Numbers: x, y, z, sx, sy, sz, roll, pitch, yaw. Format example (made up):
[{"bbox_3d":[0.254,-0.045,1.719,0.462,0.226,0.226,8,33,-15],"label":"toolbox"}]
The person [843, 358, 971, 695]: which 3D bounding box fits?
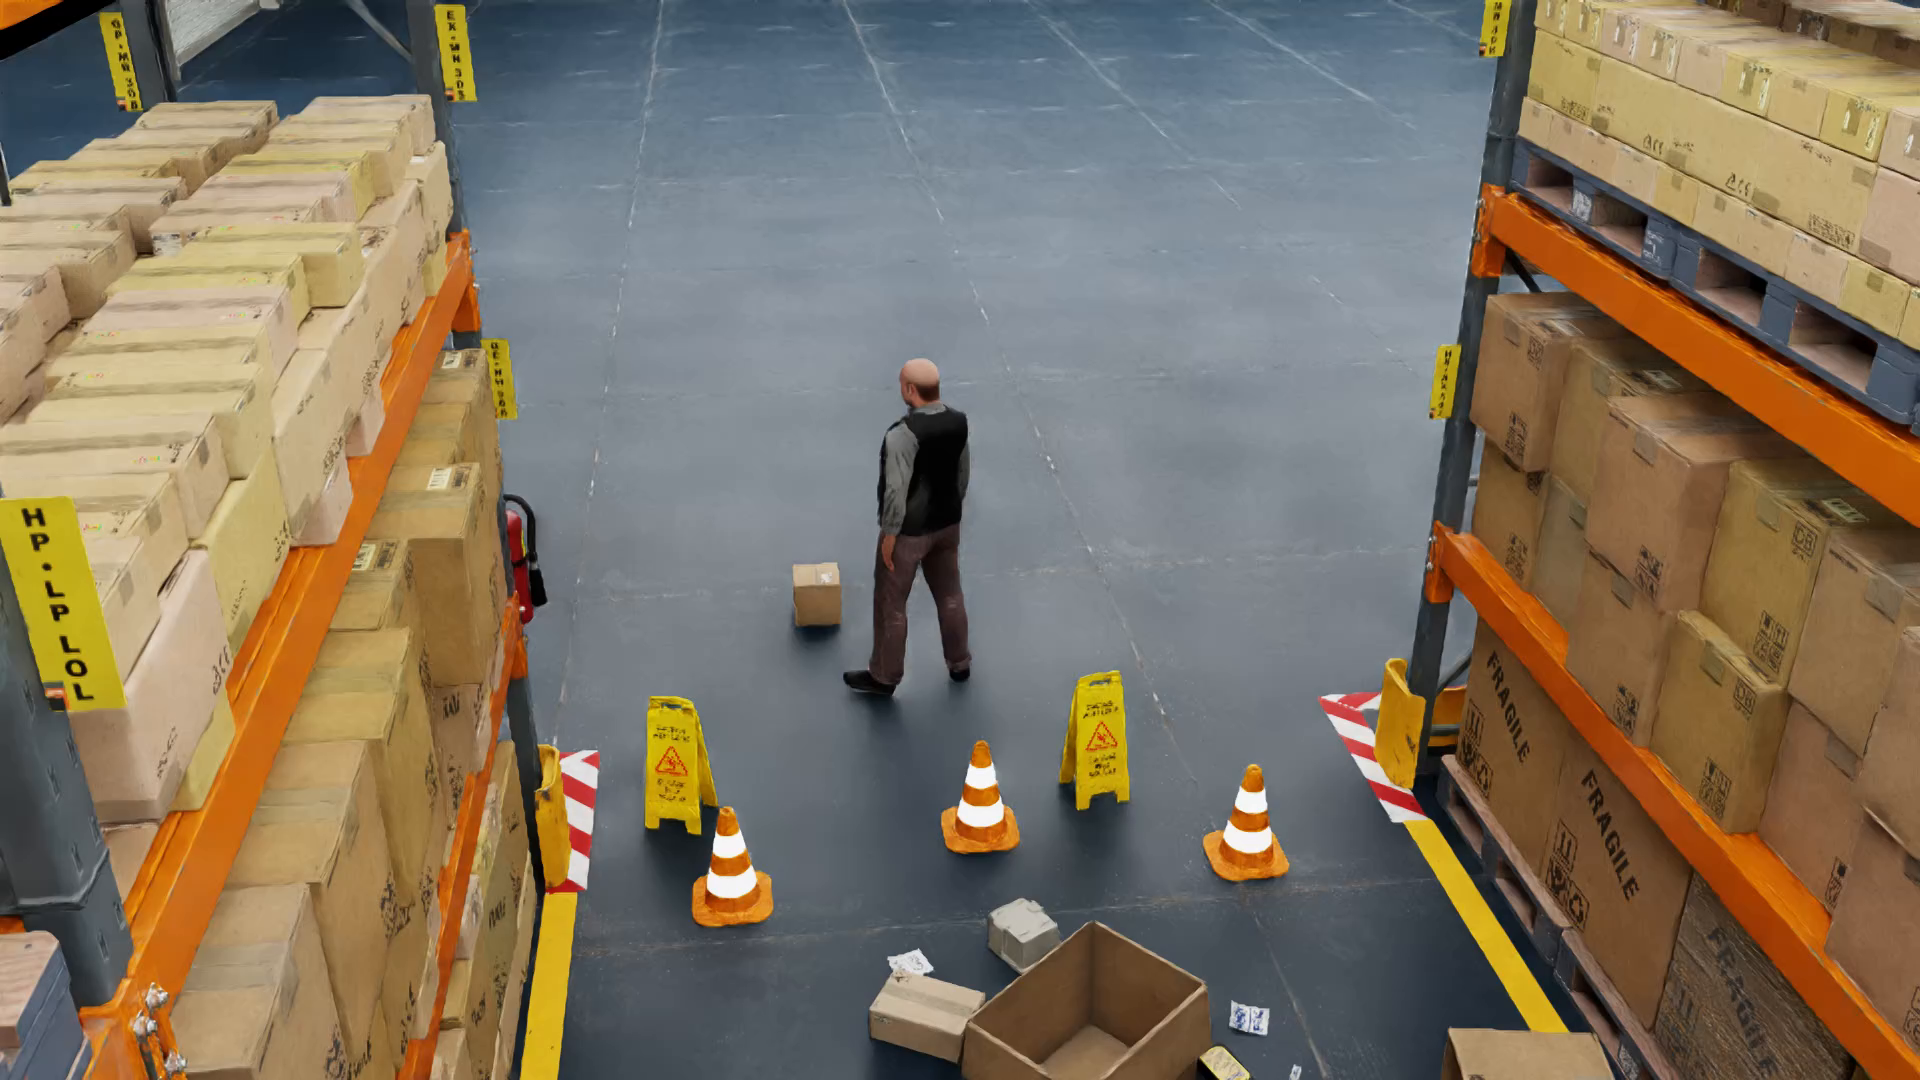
[{"bbox_3d":[-0.223,-0.067,8.228,0.466,1.722,0.672,23,35,38],"label":"person"}]
